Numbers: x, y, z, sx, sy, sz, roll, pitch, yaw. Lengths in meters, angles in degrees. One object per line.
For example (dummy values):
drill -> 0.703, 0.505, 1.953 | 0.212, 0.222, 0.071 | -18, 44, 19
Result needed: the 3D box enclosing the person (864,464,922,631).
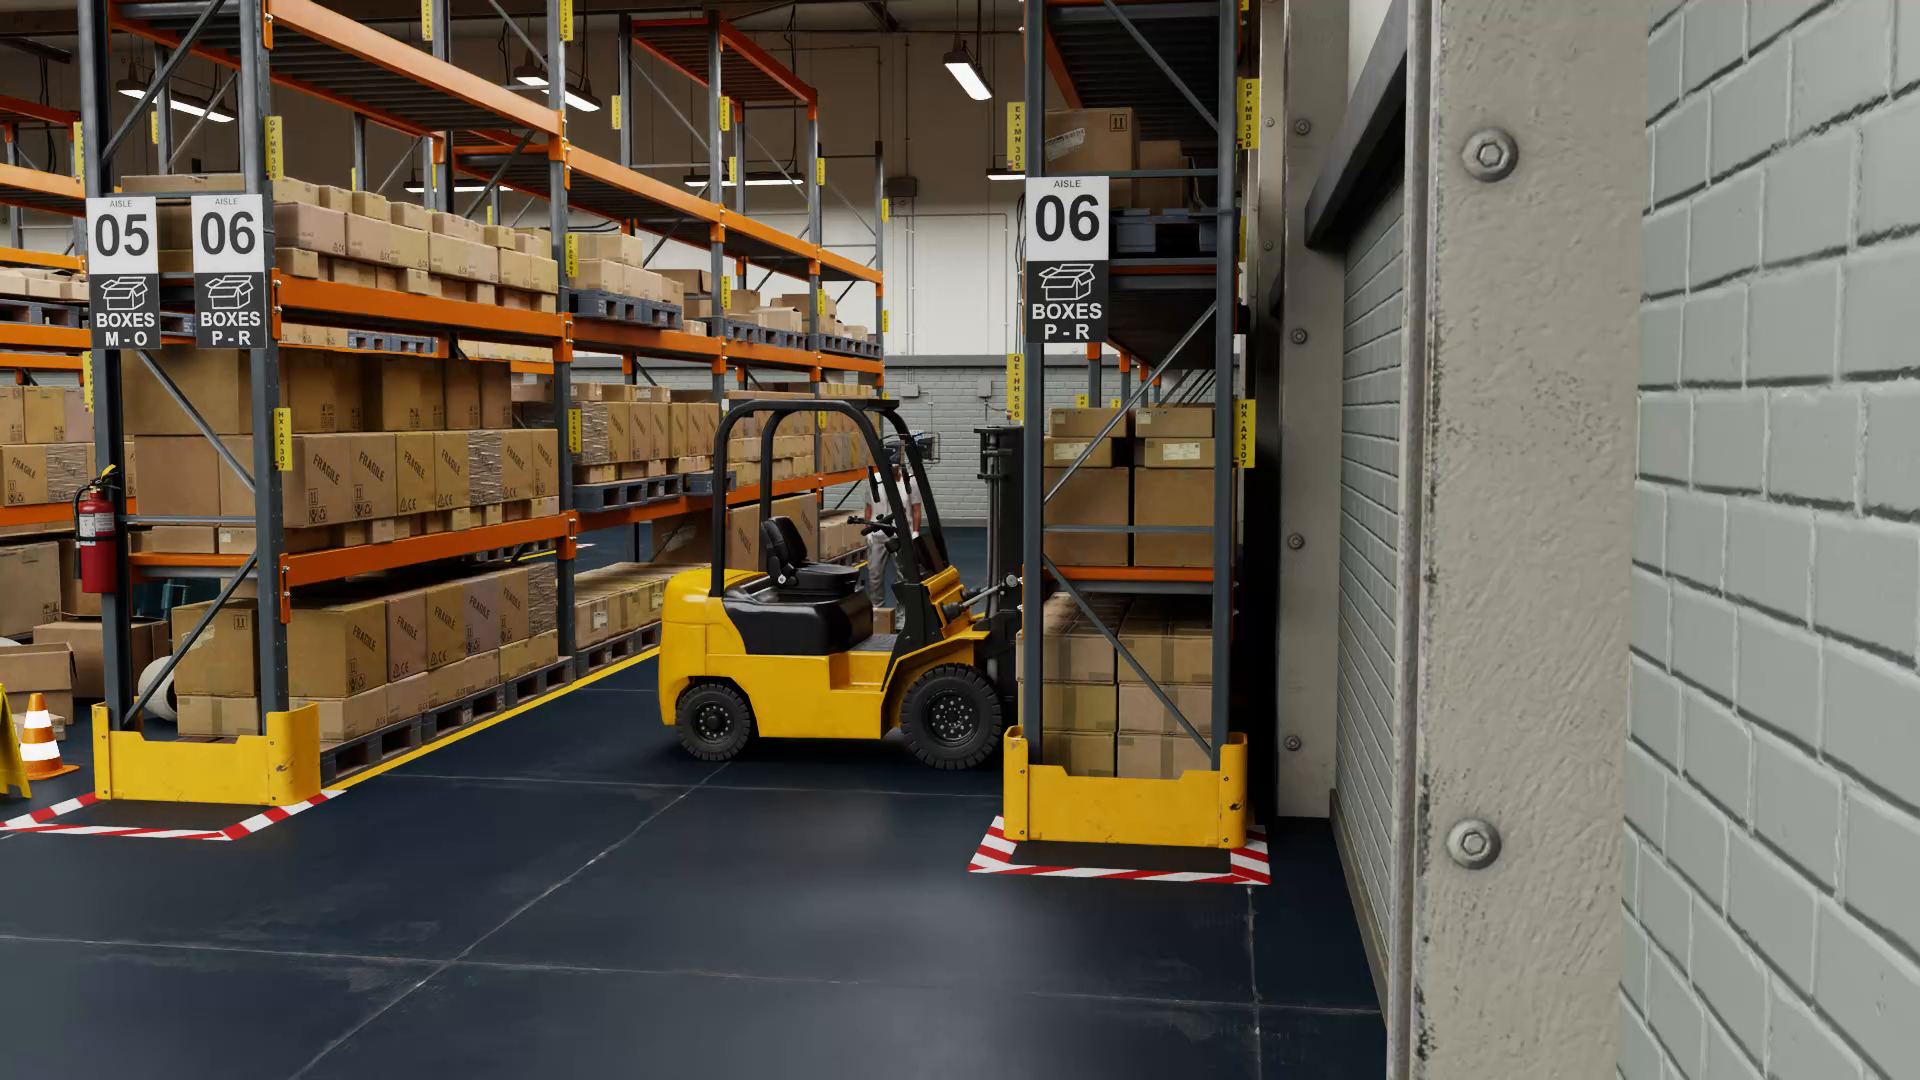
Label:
person -> -0.640, -0.015, 15.851 | 0.563, 1.755, 0.414 | 1, 4, 10
